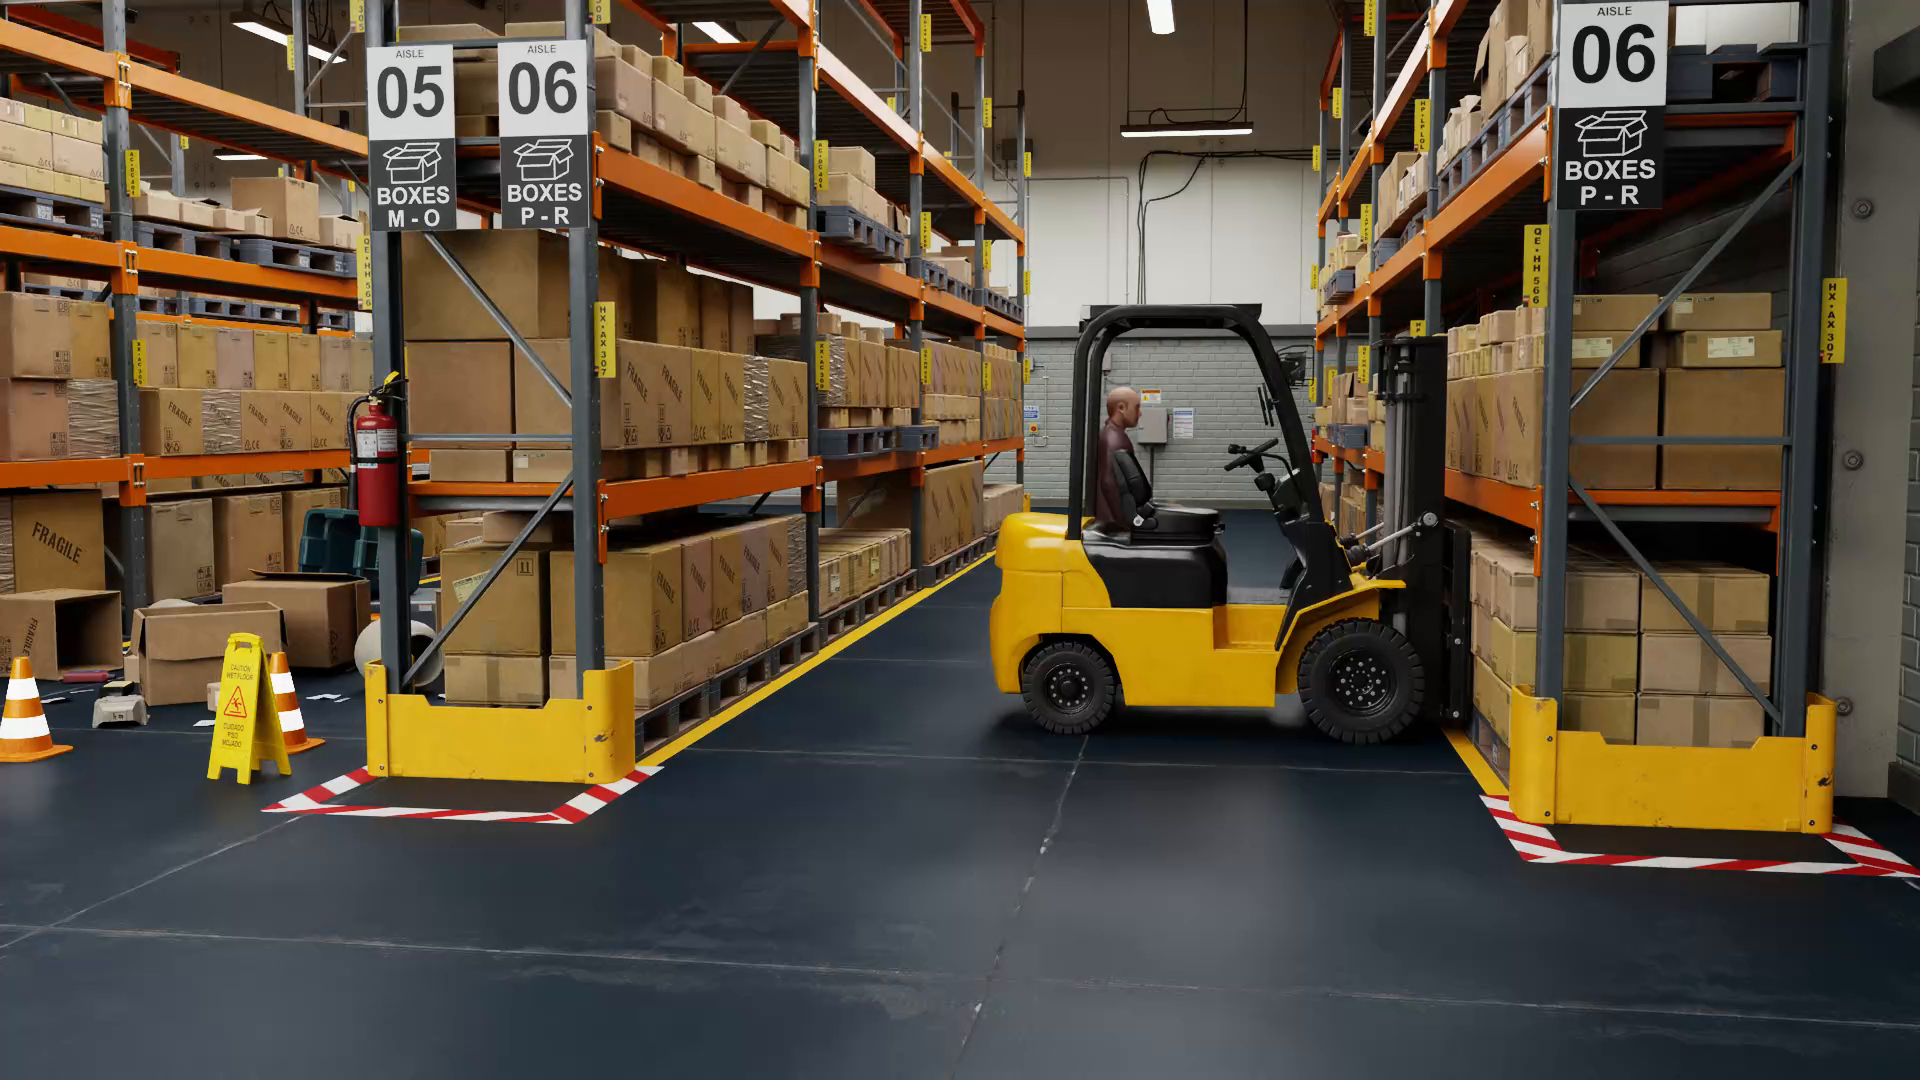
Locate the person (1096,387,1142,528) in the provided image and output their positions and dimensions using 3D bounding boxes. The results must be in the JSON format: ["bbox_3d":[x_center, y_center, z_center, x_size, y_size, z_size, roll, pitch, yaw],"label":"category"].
[{"bbox_3d":[0.996,-0.064,10.407,0.424,1.777,0.591,1,4,7],"label":"person"}]
